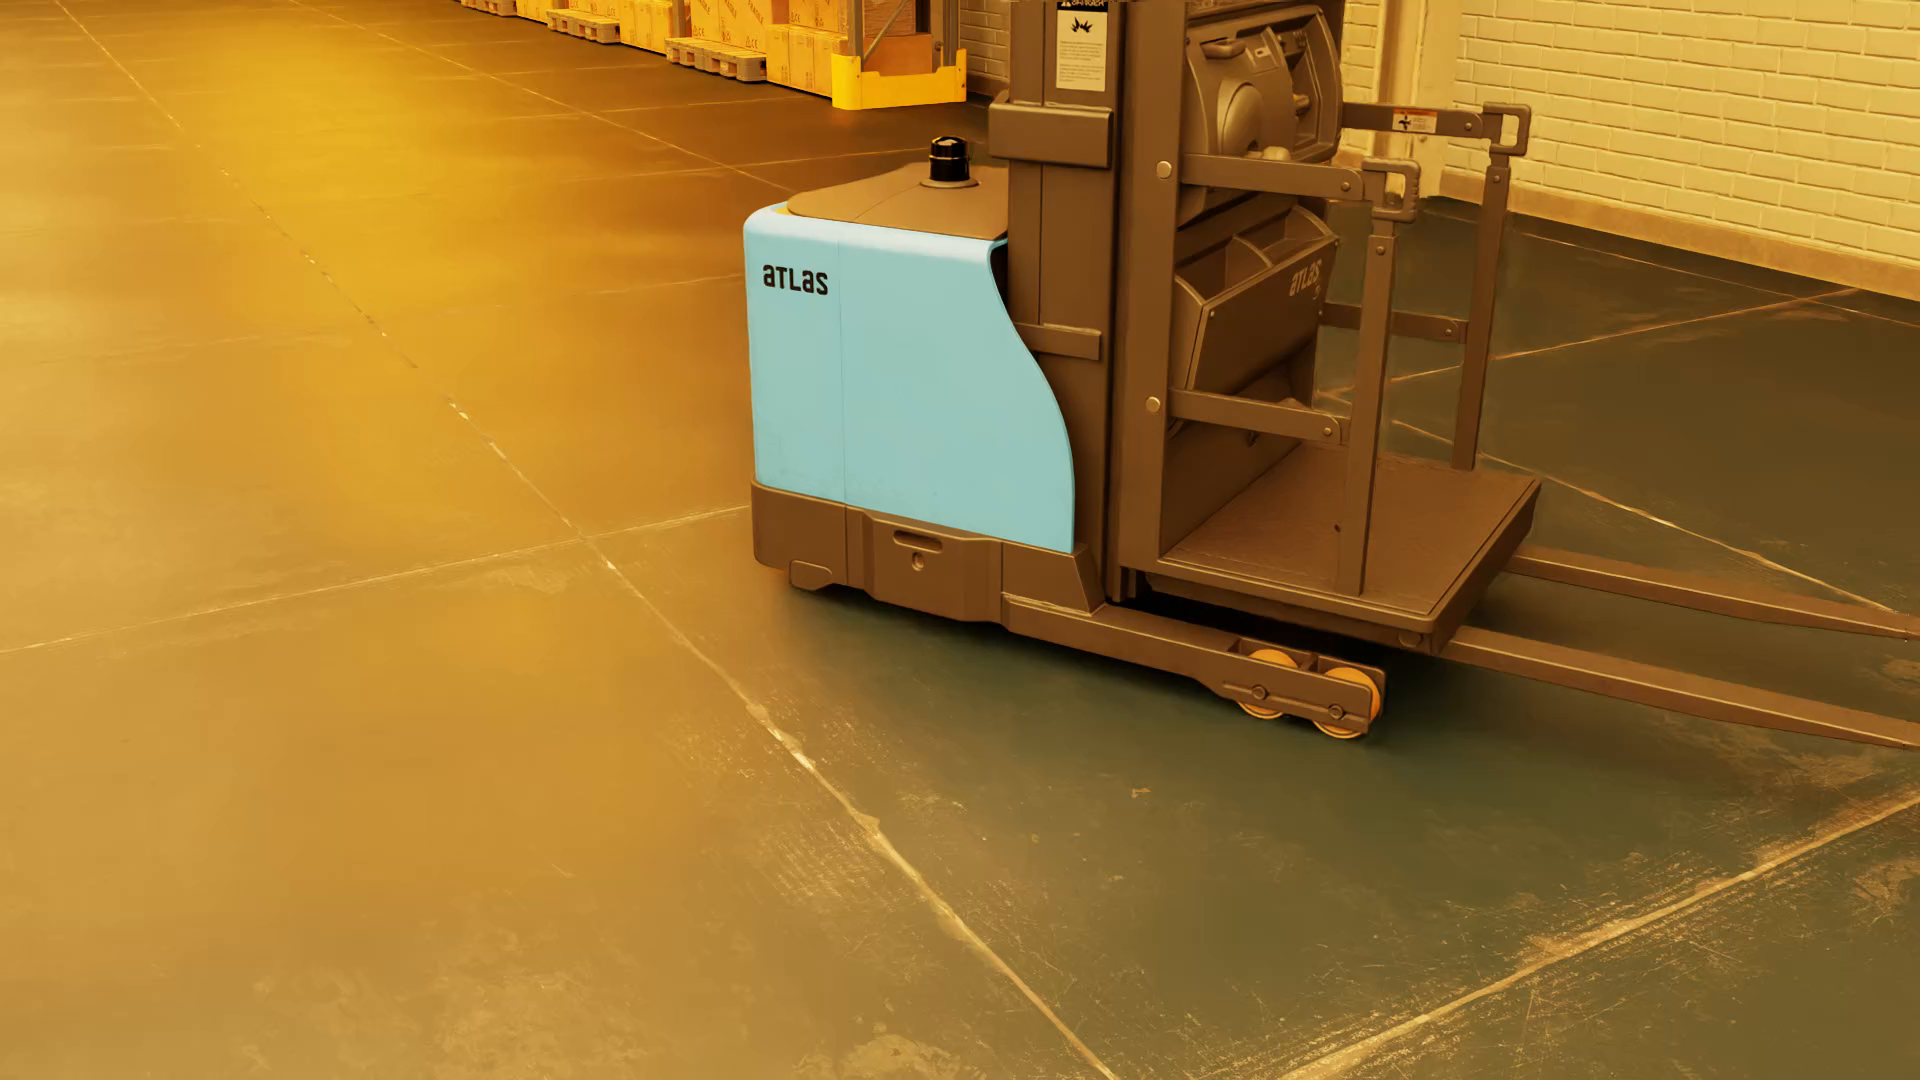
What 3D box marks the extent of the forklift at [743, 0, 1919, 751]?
[{"bbox_3d":[0.932,-1.112,3.982,3.031,2.935,1.130,13,25,28],"label":"forklift"}]
